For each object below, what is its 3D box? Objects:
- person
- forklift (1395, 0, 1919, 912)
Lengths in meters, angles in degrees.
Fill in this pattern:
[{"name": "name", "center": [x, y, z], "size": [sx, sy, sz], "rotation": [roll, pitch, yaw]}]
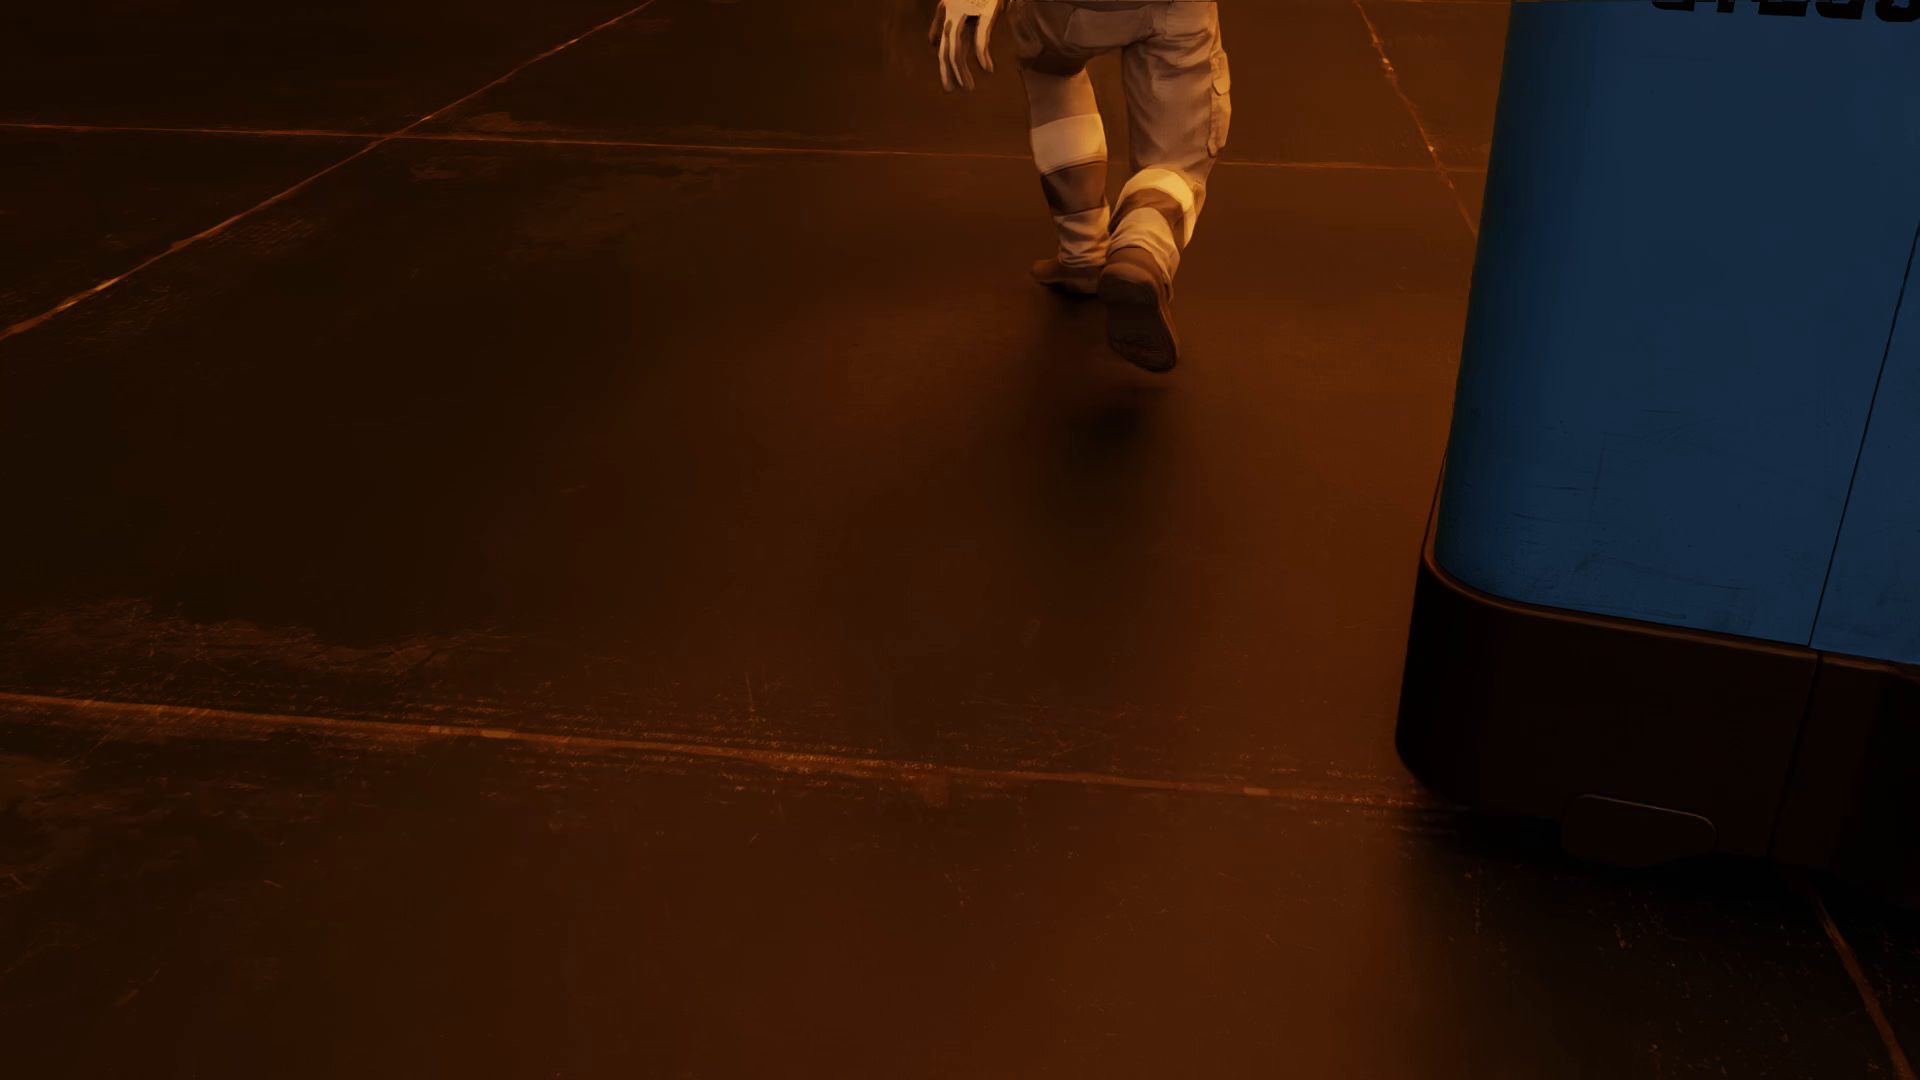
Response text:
[{"name": "person", "center": [0.200, -1.079, 3.019], "size": [0.686, 1.541, 0.952], "rotation": [-8, 28, -16]}, {"name": "forklift", "center": [2.062, -0.971, 1.163], "size": [3.031, 2.935, 1.130], "rotation": [9, 28, 18]}]
